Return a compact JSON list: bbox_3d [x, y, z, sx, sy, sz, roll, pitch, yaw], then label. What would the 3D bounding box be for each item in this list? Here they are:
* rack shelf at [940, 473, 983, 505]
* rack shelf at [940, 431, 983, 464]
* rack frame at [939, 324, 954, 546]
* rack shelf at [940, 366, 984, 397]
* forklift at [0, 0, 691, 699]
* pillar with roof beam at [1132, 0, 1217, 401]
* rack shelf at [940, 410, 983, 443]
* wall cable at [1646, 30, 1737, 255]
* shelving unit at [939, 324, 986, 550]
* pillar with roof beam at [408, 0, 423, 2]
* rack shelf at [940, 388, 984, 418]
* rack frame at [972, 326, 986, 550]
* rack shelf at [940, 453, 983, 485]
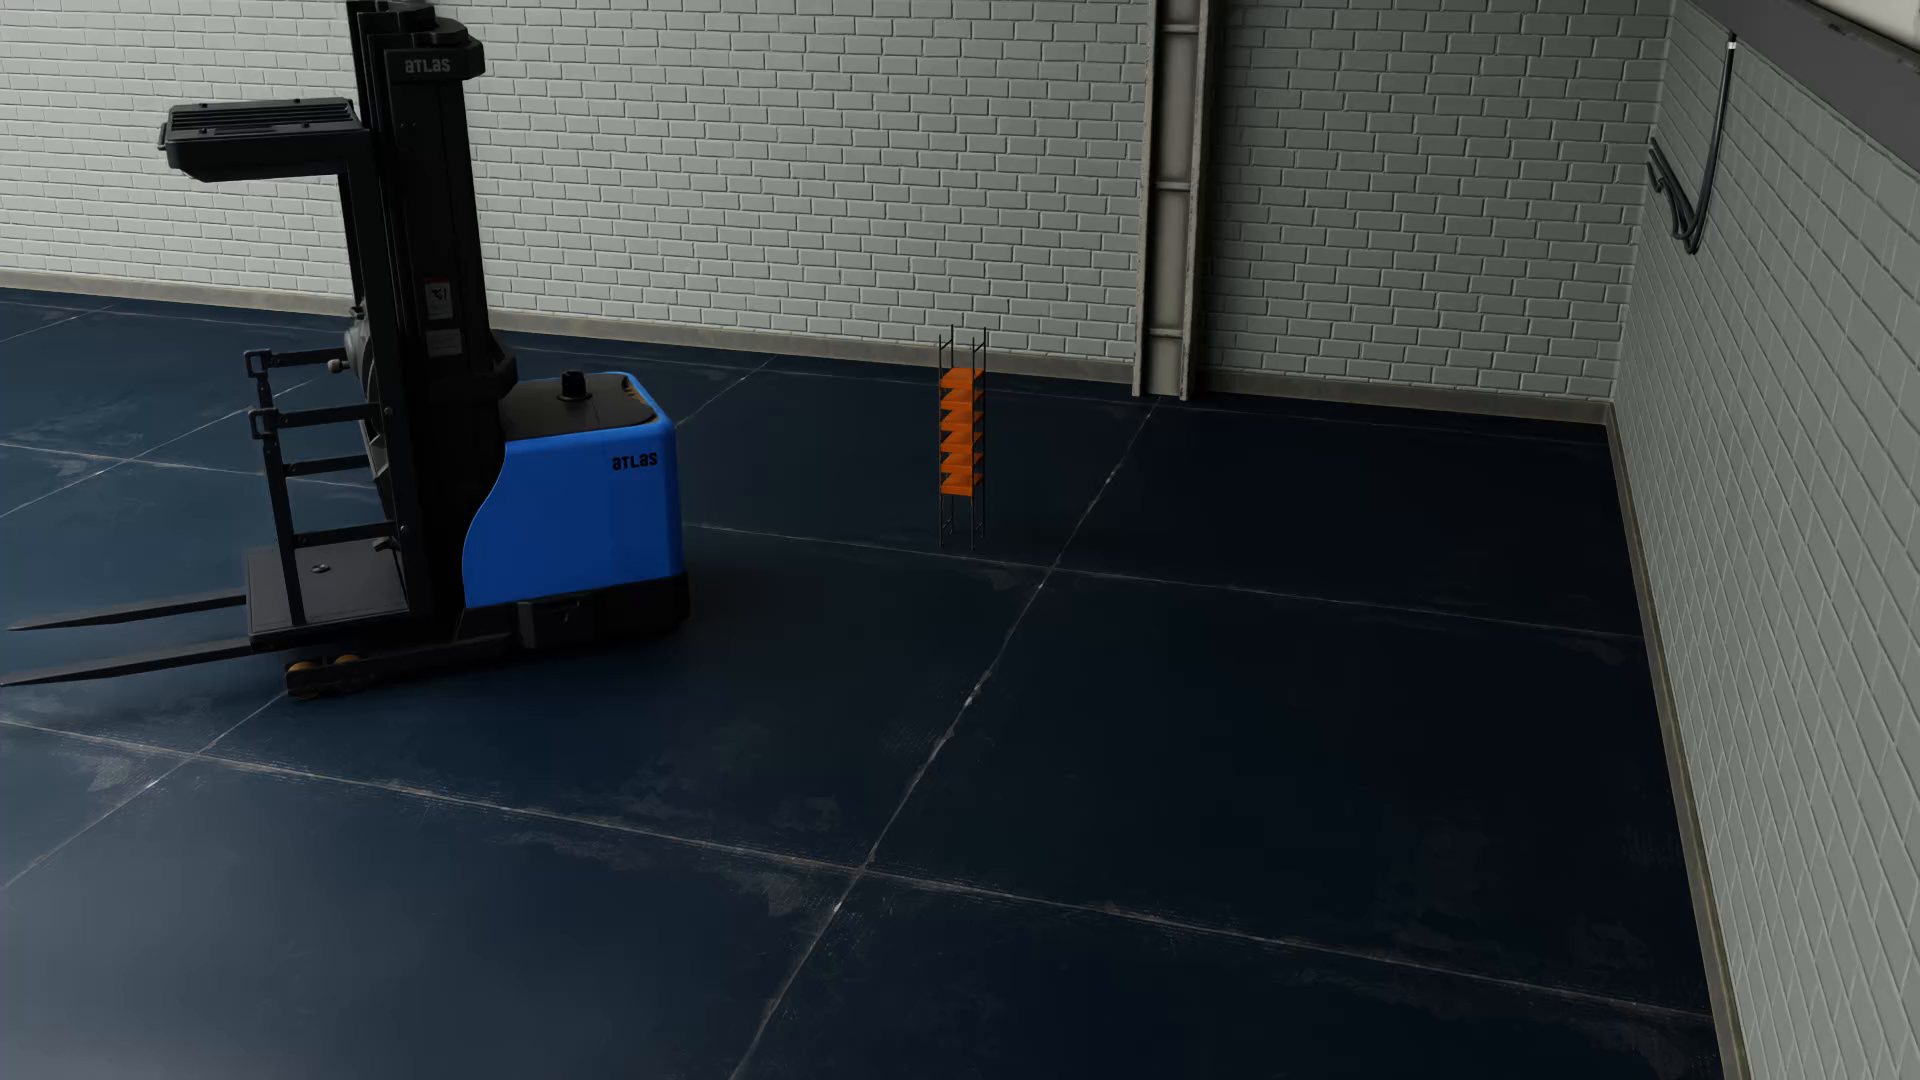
[{"bbox_3d":[0.014,-0.290,9.146,0.180,0.103,0.258,7,23,15],"label":"rack shelf"},{"bbox_3d":[0.014,-0.512,9.055,0.180,0.103,0.258,7,23,15],"label":"rack shelf"},{"bbox_3d":[-0.074,-0.564,9.063,0.006,1.200,0.240,7,23,15],"label":"rack frame"},{"bbox_3d":[0.014,-0.845,8.919,0.180,0.103,0.258,7,23,15],"label":"rack shelf"},{"bbox_3d":[-2.895,-0.864,7.513,3.031,2.935,1.130,-9,24,-21],"label":"forklift"},{"bbox_3d":[0.207,-3.654,6.320,0.400,9.000,9.100,7,23,16],"label":"pillar with roof beam"},{"bbox_3d":[0.014,-0.623,9.010,0.180,0.103,0.258,7,23,15],"label":"rack shelf"},{"bbox_3d":[3.889,-2.978,8.764,0.112,2.526,3.097,7,23,16],"label":"wall cable"},{"bbox_3d":[0.014,-0.554,9.038,0.189,1.200,0.258,7,23,15],"label":"shelving unit"},{"bbox_3d":[-5.537,-4.312,7.924,0.400,9.000,9.100,7,23,16],"label":"pillar with roof beam"},{"bbox_3d":[0.014,-0.734,8.964,0.180,0.103,0.258,7,23,15],"label":"rack shelf"},{"bbox_3d":[0.101,-0.543,9.014,0.006,1.200,0.240,7,23,15],"label":"rack frame"},{"bbox_3d":[0.014,-0.401,9.101,0.180,0.103,0.258,7,23,15],"label":"rack shelf"}]
